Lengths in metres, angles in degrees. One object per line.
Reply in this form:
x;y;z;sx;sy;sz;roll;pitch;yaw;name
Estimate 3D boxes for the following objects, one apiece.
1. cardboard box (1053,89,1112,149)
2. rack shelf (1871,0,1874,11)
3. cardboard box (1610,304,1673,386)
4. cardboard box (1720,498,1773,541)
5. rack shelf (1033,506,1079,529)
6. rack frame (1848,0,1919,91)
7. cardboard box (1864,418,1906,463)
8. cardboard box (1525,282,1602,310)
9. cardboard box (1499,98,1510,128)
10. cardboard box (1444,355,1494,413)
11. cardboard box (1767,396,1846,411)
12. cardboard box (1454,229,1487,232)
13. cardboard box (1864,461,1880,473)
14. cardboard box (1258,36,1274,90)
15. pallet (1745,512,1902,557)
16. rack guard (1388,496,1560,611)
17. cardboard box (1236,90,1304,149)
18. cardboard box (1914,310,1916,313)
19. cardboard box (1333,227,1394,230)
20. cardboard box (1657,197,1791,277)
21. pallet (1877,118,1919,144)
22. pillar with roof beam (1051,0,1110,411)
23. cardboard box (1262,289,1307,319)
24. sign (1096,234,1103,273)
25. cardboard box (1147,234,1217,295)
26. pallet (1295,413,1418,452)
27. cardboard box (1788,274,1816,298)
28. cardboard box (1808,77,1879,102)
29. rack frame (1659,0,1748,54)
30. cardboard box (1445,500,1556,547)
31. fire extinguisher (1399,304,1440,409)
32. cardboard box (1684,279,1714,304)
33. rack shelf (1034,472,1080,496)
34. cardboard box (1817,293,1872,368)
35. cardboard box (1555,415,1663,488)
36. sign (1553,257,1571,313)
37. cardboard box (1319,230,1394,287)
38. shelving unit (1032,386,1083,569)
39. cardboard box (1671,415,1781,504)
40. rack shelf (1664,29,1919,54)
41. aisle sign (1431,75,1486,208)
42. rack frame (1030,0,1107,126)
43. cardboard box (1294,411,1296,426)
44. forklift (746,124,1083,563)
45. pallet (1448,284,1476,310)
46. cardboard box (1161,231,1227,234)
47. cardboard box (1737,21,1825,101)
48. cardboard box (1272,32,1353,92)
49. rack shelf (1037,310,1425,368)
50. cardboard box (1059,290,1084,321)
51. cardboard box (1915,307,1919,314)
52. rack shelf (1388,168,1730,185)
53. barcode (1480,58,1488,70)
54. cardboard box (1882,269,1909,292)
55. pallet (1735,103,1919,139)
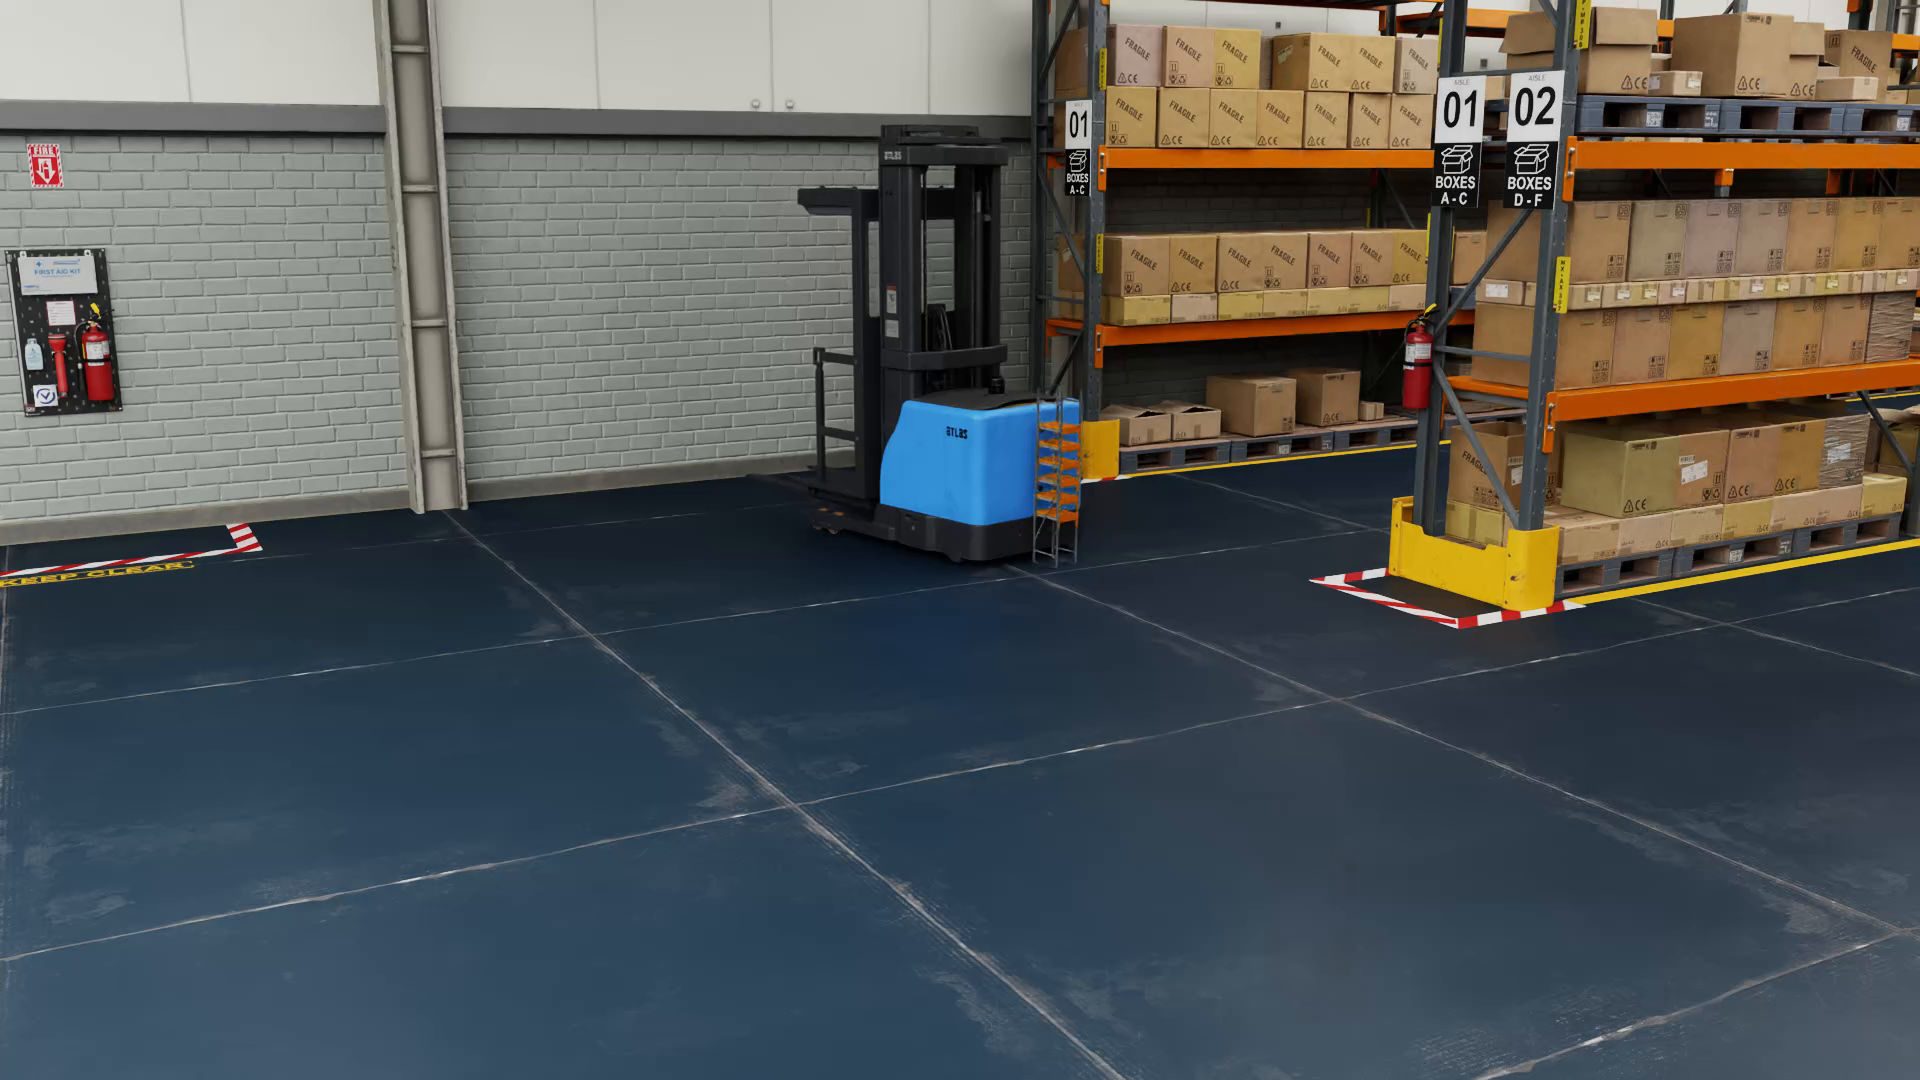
1.164;-3.724;14.718;0.500;0.500;0.500;-6;14;-24;cardboard box
8.562;-4.167;12.677;4.000;0.370;1.077;-7;14;-28;rack shelf
4.170;-1.306;10.854;0.500;0.500;0.700;-6;14;-26;cardboard box
5.190;-0.189;11.424;0.500;0.250;0.500;-7;14;-28;cardboard box
0.653;-0.149;11.318;0.180;0.103;0.258;-11;18;-40;rack shelf
6.807;-4.502;11.619;0.127;3.000;1.000;-7;14;-28;rack frame
7.025;-0.810;12.907;0.500;0.311;0.500;-7;14;-28;cardboard box
3.743;-1.520;10.325;0.250;0.149;0.380;-7;14;-28;cardboard box
5.489;-4.261;16.627;0.500;0.311;0.500;-6;14;-26;cardboard box
5.068;-1.606;17.103;0.500;0.500;0.700;-6;14;-26;cardboard box
6.250;-0.816;12.503;0.500;0.500;0.500;-7;14;-28;cardboard box
5.387;-2.898;16.923;0.500;0.500;0.700;-5;14;-22;cardboard box
7.032;-0.538;12.976;0.500;0.250;0.500;-7;14;-28;cardboard box
2.534;-4.373;15.326;0.500;0.500;0.500;-7;14;-28;cardboard box
6.089;-0.140;12.248;1.213;0.211;1.003;-7;14;-28;pallet
3.275;0.067;10.671;0.348;0.500;1.175;-7;14;-28;rack guard
2.735;-3.783;14.983;0.500;0.500;0.500;-6;14;-24;cardboard box
7.490;-1.638;12.861;0.258;0.266;0.396;-7;15;-29;cardboard box
3.917;-2.823;16.409;0.500;0.500;0.500;-7;15;-29;cardboard box
5.099;-2.051;11.208;0.500;0.500;0.700;-7;14;-28;cardboard box
7.575;-3.041;12.393;1.217;0.209;0.805;-8;15;-30;pallet
3.182;-4.446;11.371;0.400;9.000;9.100;-7;14;-28;pillar with roof beam
2.843;-2.198;15.341;0.500;0.250;0.500;-7;14;-27;cardboard box
1.179;-2.427;14.089;0.005;0.325;0.100;-7;14;-28;sign
1.921;-2.454;14.768;0.500;0.500;0.500;-7;14;-28;cardboard box
3.857;-1.092;16.480;1.213;0.211;1.003;-7;14;-28;pallet
5.555;-1.738;11.293;0.250;0.149;0.380;-6;14;-26;cardboard box
5.879;-3.010;11.117;0.250;0.149;0.380;-7;14;-28;cardboard box
7.941;-5.877;17.729;0.127;3.000;1.000;-7;14;-28;rack frame
3.625;-0.131;11.168;0.500;0.250;0.500;-7;14;-28;cardboard box
2.969;-1.194;10.759;0.183;0.674;0.296;-7;14;-28;fire extinguisher
4.649;-1.629;10.809;0.250;0.149;0.380;-7;15;-30;cardboard box
0.657;-0.382;11.261;0.180;0.103;0.258;-11;18;-40;rack shelf
5.960;-1.520;11.802;0.500;0.500;0.700;-7;14;-28;cardboard box
4.495;-0.606;11.567;0.500;0.500;0.500;-7;14;-28;cardboard box
3.556;-1.508;9.826;0.005;0.325;0.100;-7;14;-28;sign
3.728;-2.669;15.726;0.500;0.500;0.500;-7;14;-28;cardboard box
0.658;-0.425;11.250;0.189;1.200;0.258;-11;18;-40;shelving unit
5.191;-0.555;11.341;0.500;0.500;0.500;-7;14;-28;cardboard box
9.696;-5.542;18.787;4.000;0.370;1.077;-7;14;-28;rack shelf
3.097;-2.473;10.343;0.004;0.787;0.394;-7;14;-28;aisle sign
0.919;-5.036;13.990;0.127;3.000;1.000;-7;14;-28;rack frame
3.016;-1.189;16.052;0.250;0.149;0.380;-8;15;-32;cardboard box
-0.484;-1.536;12.258;1.130;2.935;3.031;-11;17;-40;forklift
5.170;-2.489;16.772;1.213;0.211;1.003;-7;14;-28;pallet
2.129;-2.608;15.455;0.500;0.500;0.500;-7;15;-29;cardboard box
5.301;-3.213;11.214;0.637;0.503;0.797;-5;14;-22;cardboard box
3.191;-4.318;15.081;0.500;0.500;0.500;-7;15;-30;cardboard box
2.674;-1.968;15.662;4.000;0.370;1.077;-7;14;-28;rack shelf
1.236;-2.132;15.047;0.500;0.250;0.500;-7;14;-27;cardboard box
10.944;-2.434;20.032;0.750;0.750;0.750;-7;14;-27;cardboard box
6.185;-3.853;17.203;4.000;0.370;1.077;-7;14;-28;rack shelf
3.330;-3.026;10.569;0.075;0.075;0.001;-7;14;-28;barcode
6.453;-1.845;11.771;0.250;0.149;0.380;-7;15;-29;cardboard box
6.070;-2.901;11.537;1.213;0.211;1.003;-7;14;-28;pallet
